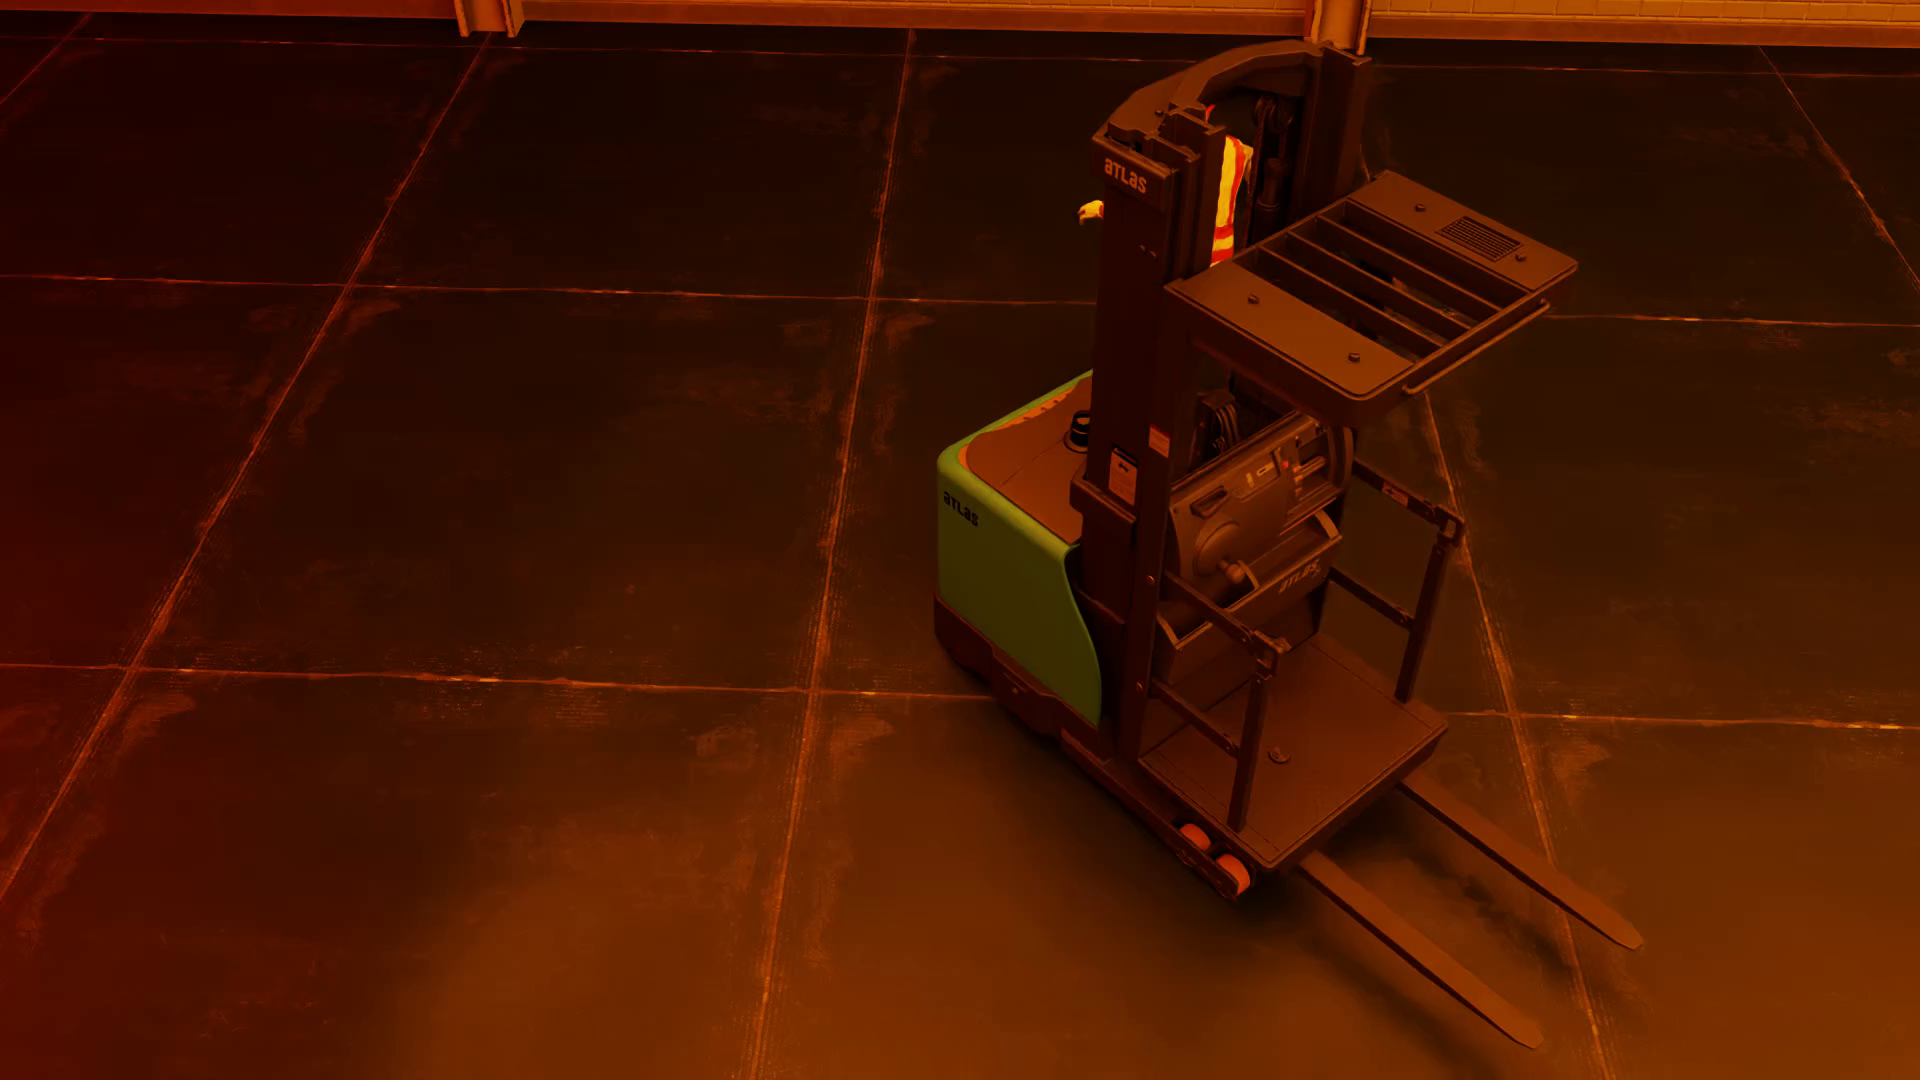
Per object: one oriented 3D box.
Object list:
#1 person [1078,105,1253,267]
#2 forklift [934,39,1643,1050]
[{"bbox_3d":[1.196,-1.474,8.401,1.168,1.713,0.552,-15,44,-16],"label":"person"},{"bbox_3d":[1.229,-0.097,5.849,1.130,2.935,3.031,-30,50,-29],"label":"forklift"}]
